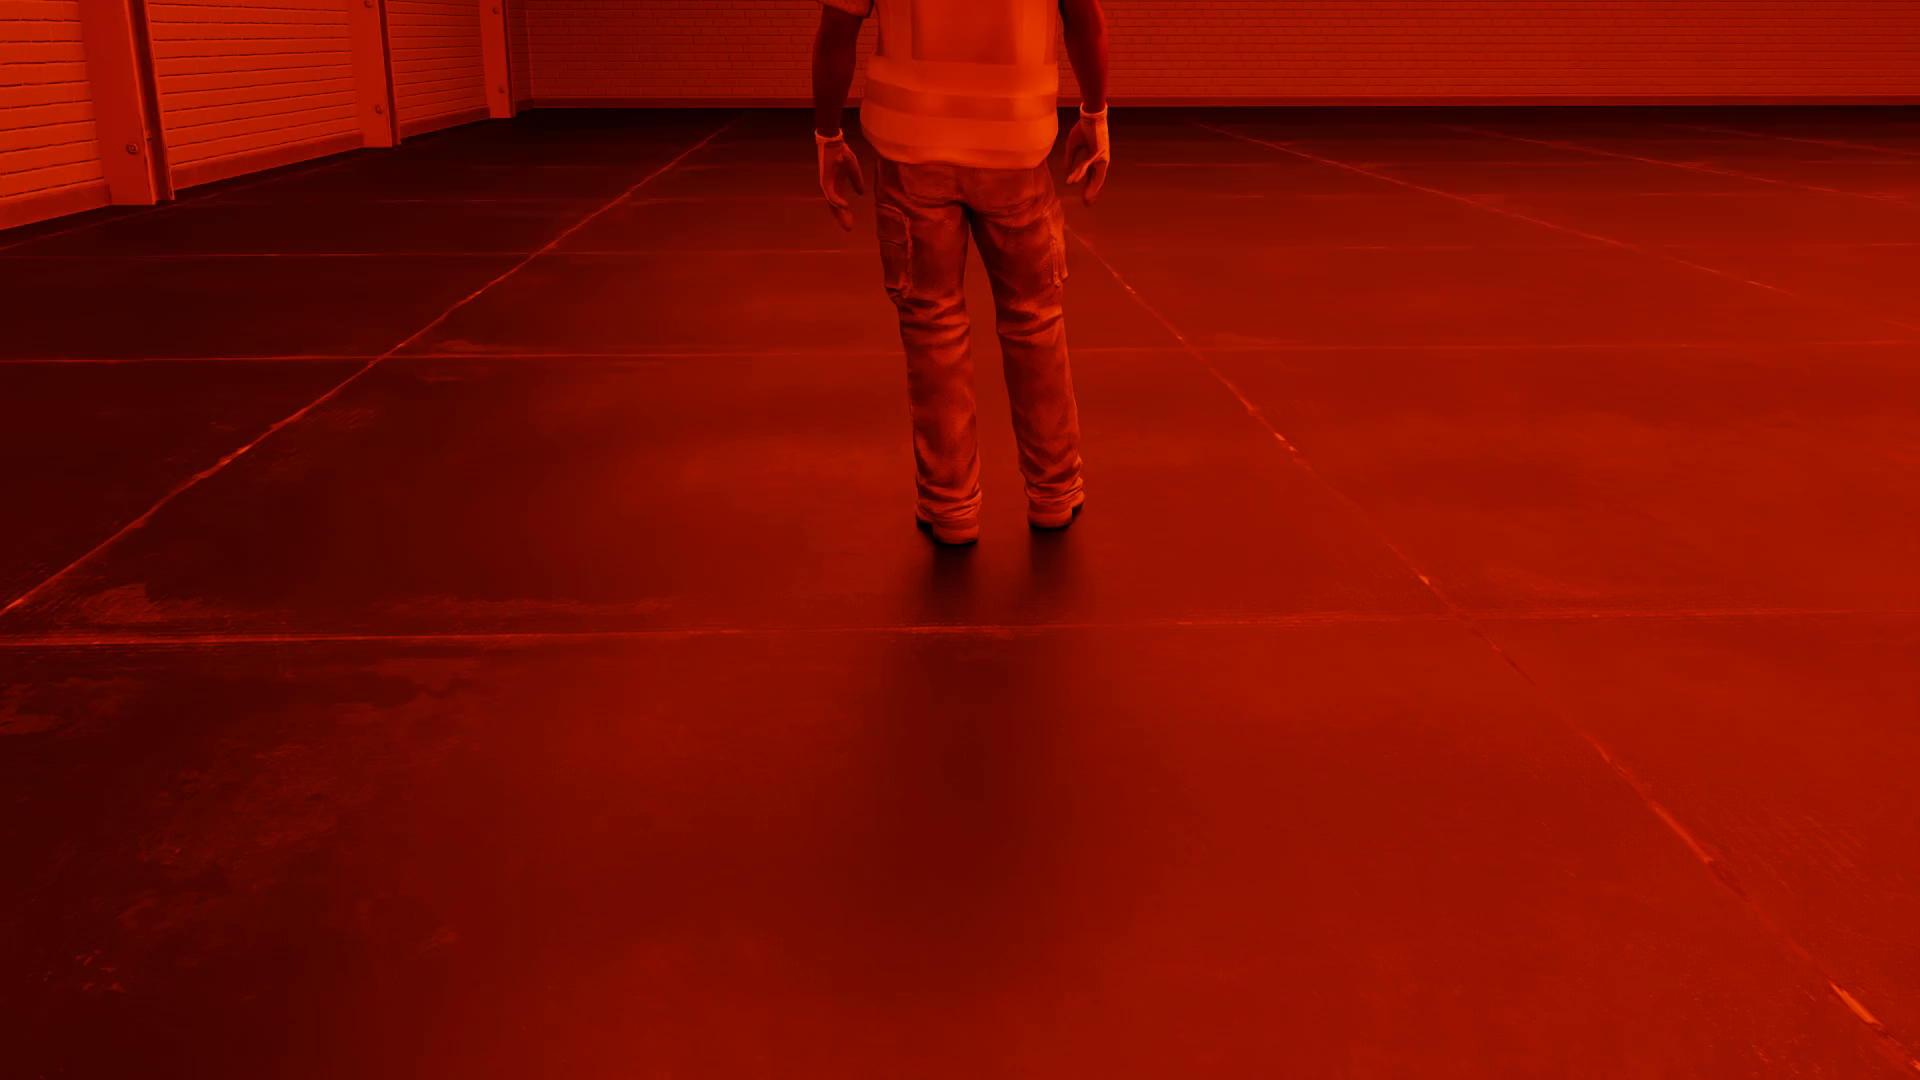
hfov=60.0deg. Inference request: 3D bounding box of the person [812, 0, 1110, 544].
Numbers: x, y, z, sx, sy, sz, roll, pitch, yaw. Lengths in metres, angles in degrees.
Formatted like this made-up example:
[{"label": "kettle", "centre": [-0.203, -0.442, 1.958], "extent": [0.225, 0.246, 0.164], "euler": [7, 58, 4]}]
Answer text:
[{"label": "person", "centre": [0.005, -0.881, 3.724], "extent": [0.656, 1.782, 0.577], "euler": [-1, 17, -3]}]
